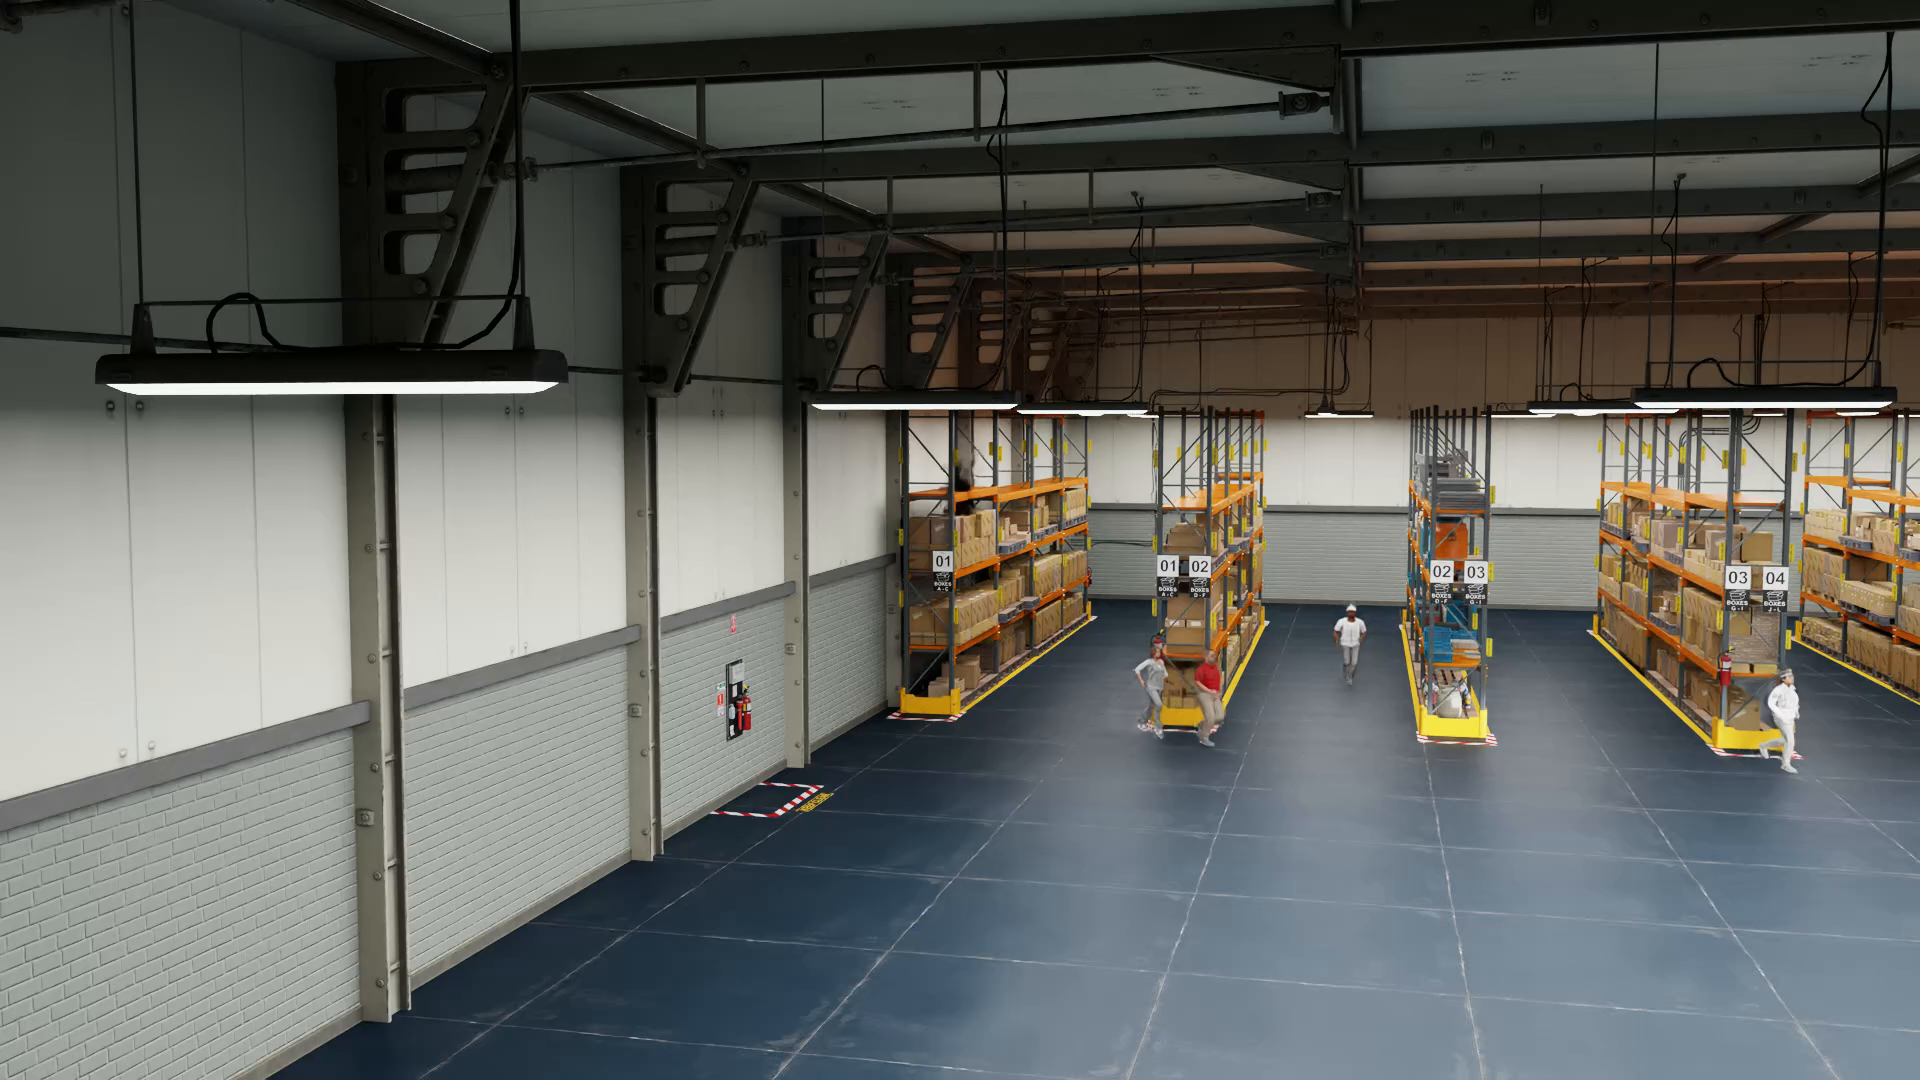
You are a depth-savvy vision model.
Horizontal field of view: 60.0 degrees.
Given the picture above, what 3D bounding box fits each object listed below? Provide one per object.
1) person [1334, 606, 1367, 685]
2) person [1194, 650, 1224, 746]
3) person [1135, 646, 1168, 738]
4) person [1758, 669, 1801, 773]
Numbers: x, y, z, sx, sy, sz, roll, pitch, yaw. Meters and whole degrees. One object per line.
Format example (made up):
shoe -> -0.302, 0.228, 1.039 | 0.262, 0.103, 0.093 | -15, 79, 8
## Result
person -> 8.480, 2.278, 36.089 | 0.701, 1.715, 0.587 | 0, 4, 7
person -> 4.396, 2.779, 29.356 | 0.623, 1.683, 0.695 | 4, 6, 43
person -> 3.535, 2.756, 30.327 | 0.686, 1.637, 0.579 | 4, 6, 43
person -> 13.488, 2.931, 27.337 | 0.638, 1.691, 0.687 | -3, 5, -33
